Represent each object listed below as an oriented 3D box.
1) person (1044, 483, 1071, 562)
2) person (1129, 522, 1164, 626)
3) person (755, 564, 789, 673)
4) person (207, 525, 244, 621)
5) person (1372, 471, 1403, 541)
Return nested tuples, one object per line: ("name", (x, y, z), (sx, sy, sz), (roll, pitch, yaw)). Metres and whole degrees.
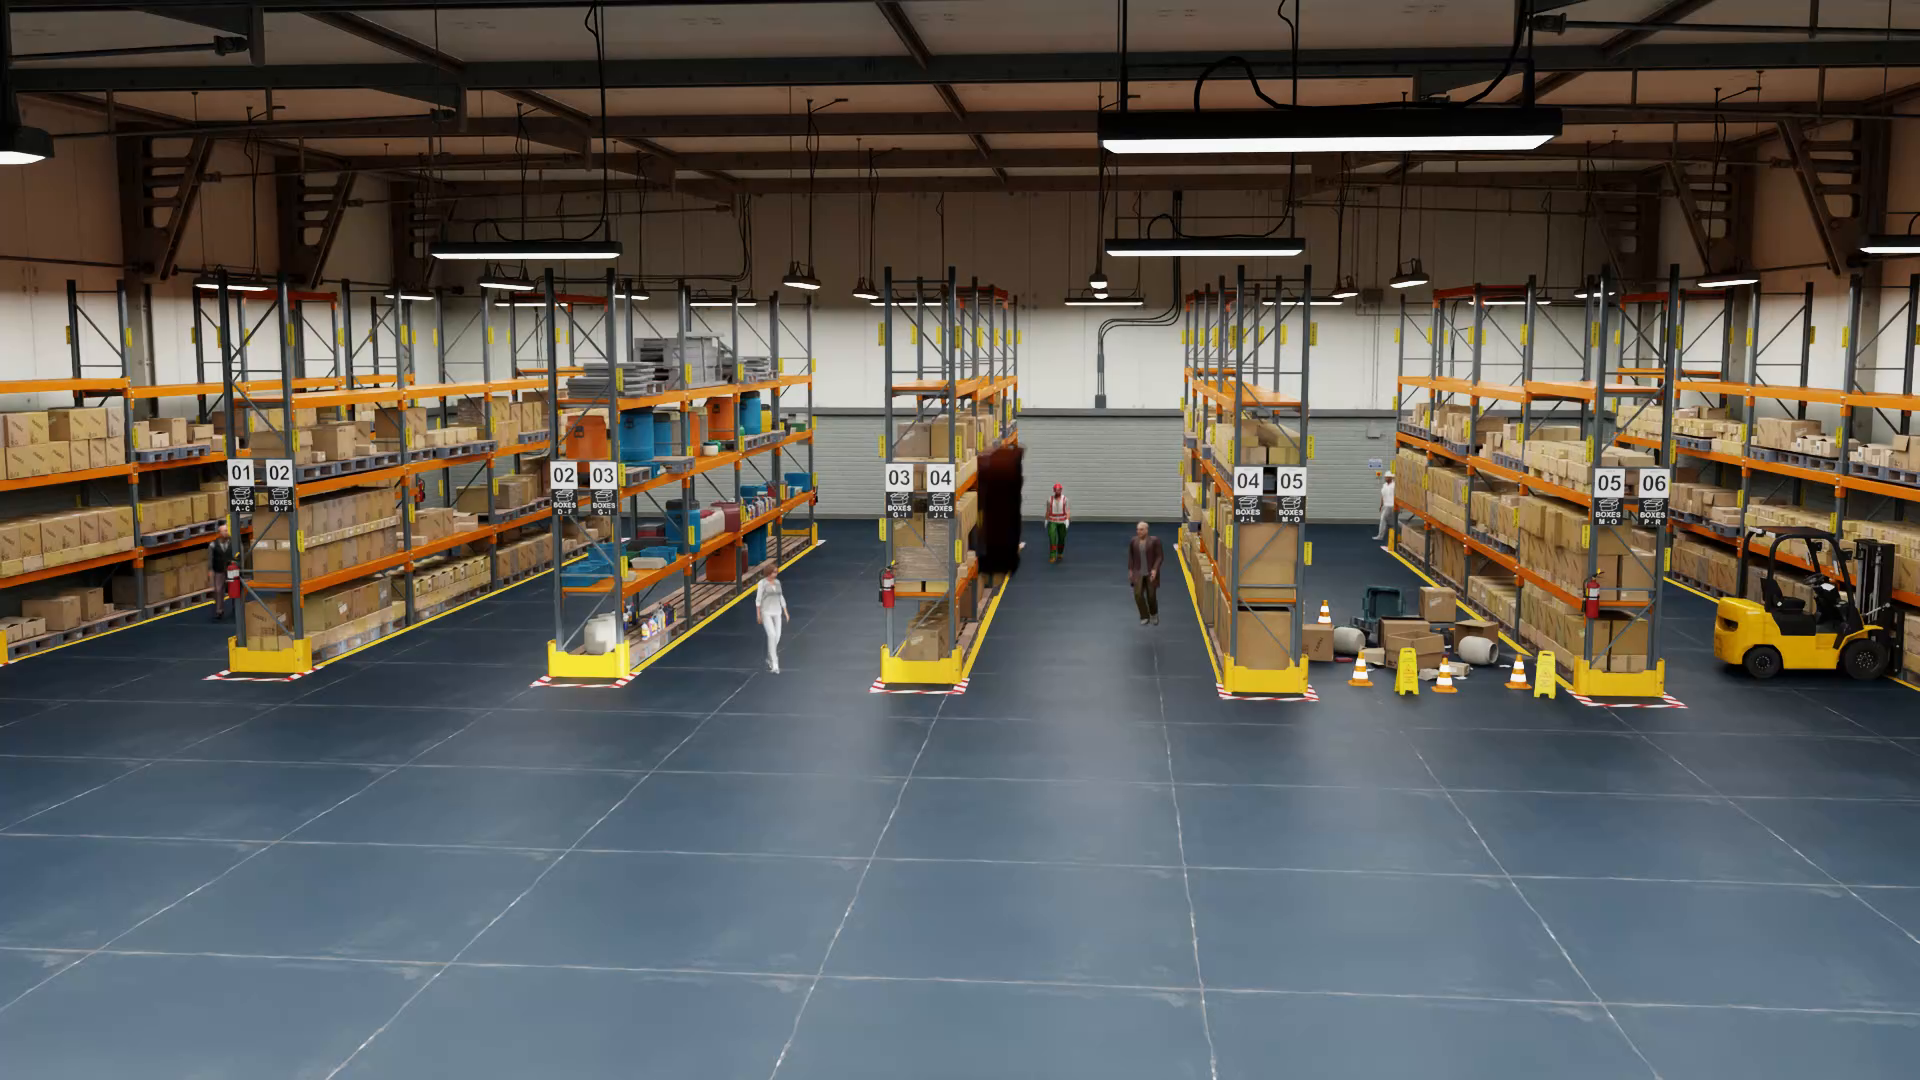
("person", (2.185, -0.403, 37.186), (0.581, 1.721, 1.050), (0, 7, 0))
("person", (3.069, 0.615, 27.539), (0.620, 1.656, 0.801), (2, 7, 18))
("person", (-2.810, 1.172, 25.206), (0.437, 1.612, 0.610), (-6, 9, -41))
("person", (-13.100, 0.569, 29.621), (0.643, 1.663, 1.068), (-2, 7, -13))
("person", (10.670, -0.854, 41.142), (0.989, 1.732, 0.547), (0, 7, -1))
